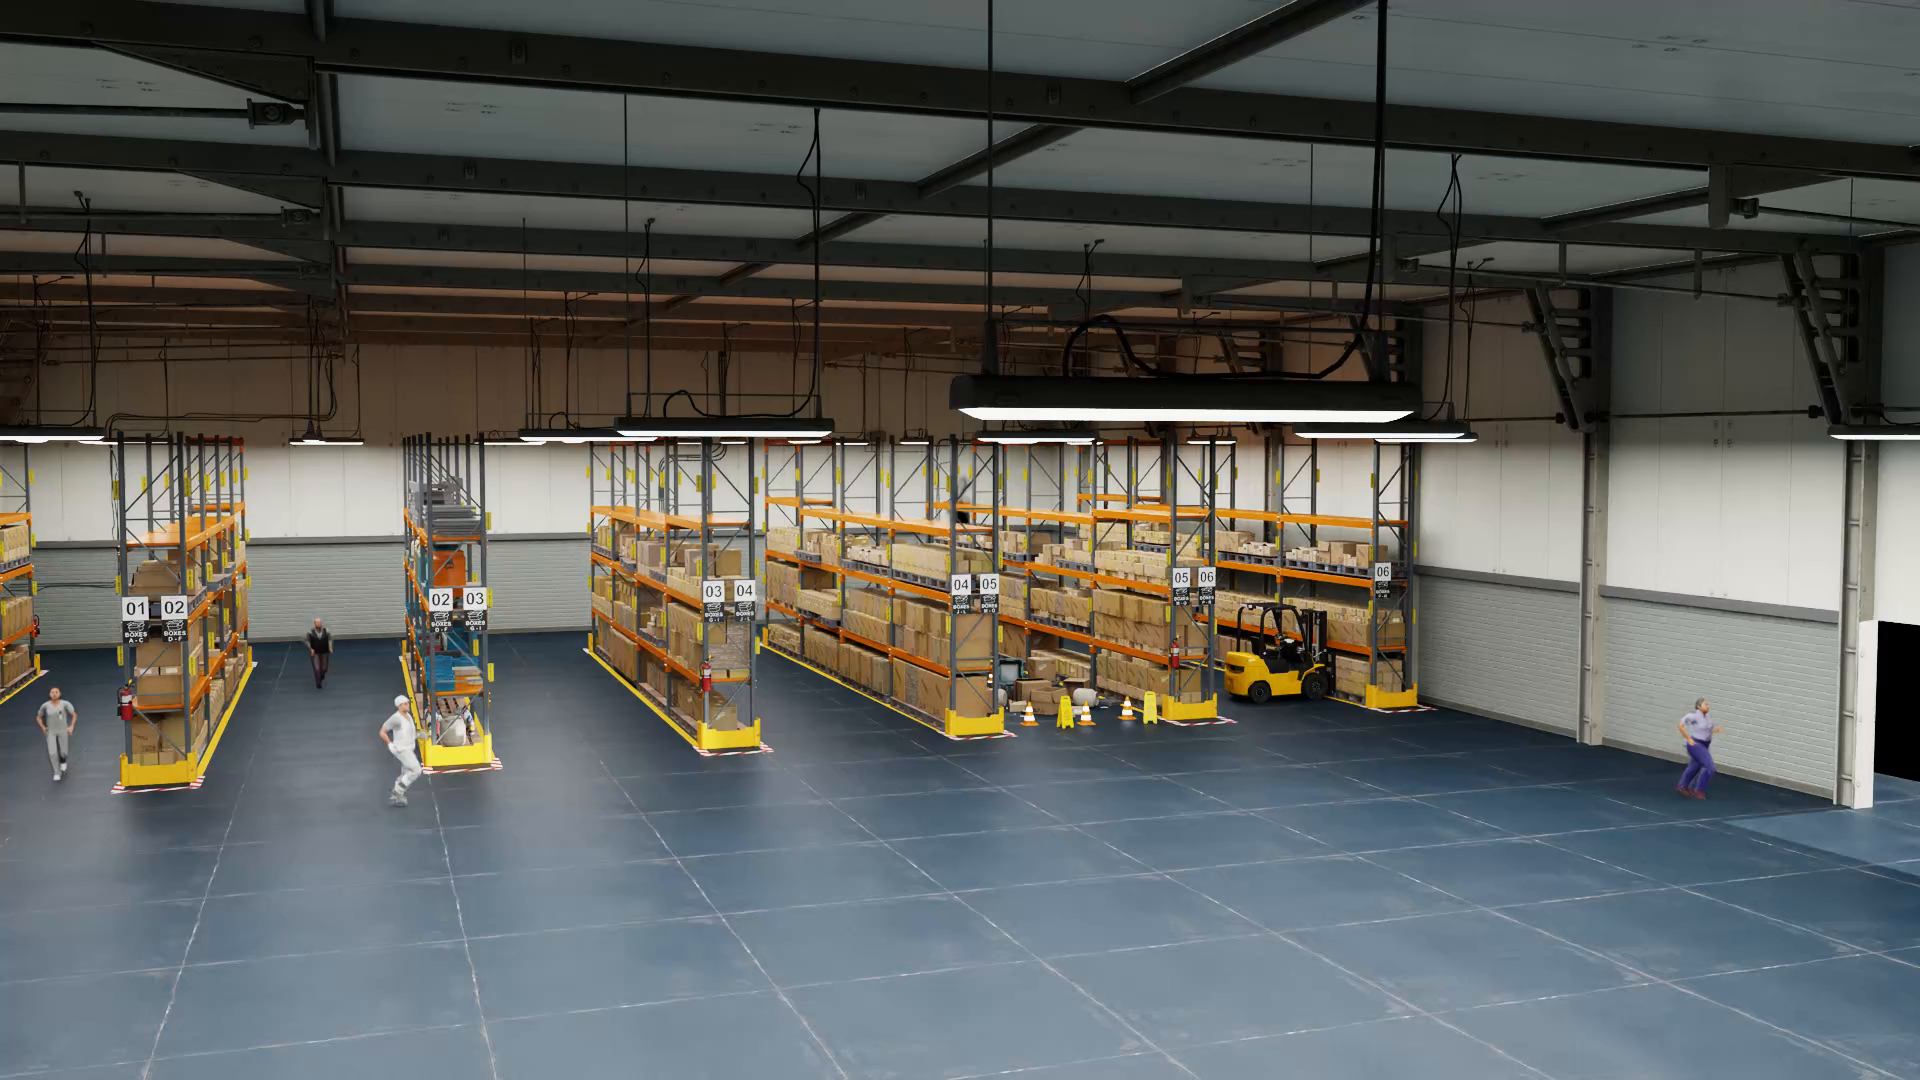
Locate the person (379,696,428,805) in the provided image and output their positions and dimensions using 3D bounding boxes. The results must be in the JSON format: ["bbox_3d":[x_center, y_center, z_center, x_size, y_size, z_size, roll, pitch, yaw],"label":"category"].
[{"bbox_3d":[-8.826,3.357,26.542,0.640,1.746,0.653,0,3,5],"label":"person"}]

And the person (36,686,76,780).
[{"bbox_3d":[-15.590,3.315,28.701,0.609,1.623,0.601,-2,4,-26],"label":"person"}]

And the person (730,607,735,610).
[{"bbox_3d":[-6.733,2.216,48.217,0.613,1.676,0.867,2,4,31],"label":"person"}]

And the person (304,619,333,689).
[{"bbox_3d":[-15.307,2.699,39.688,0.643,1.673,0.618,-2,4,-31],"label":"person"}]

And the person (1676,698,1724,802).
[{"bbox_3d":[12.099,3.422,27.085,0.572,1.707,0.622,-3,4,-45],"label":"person"}]
